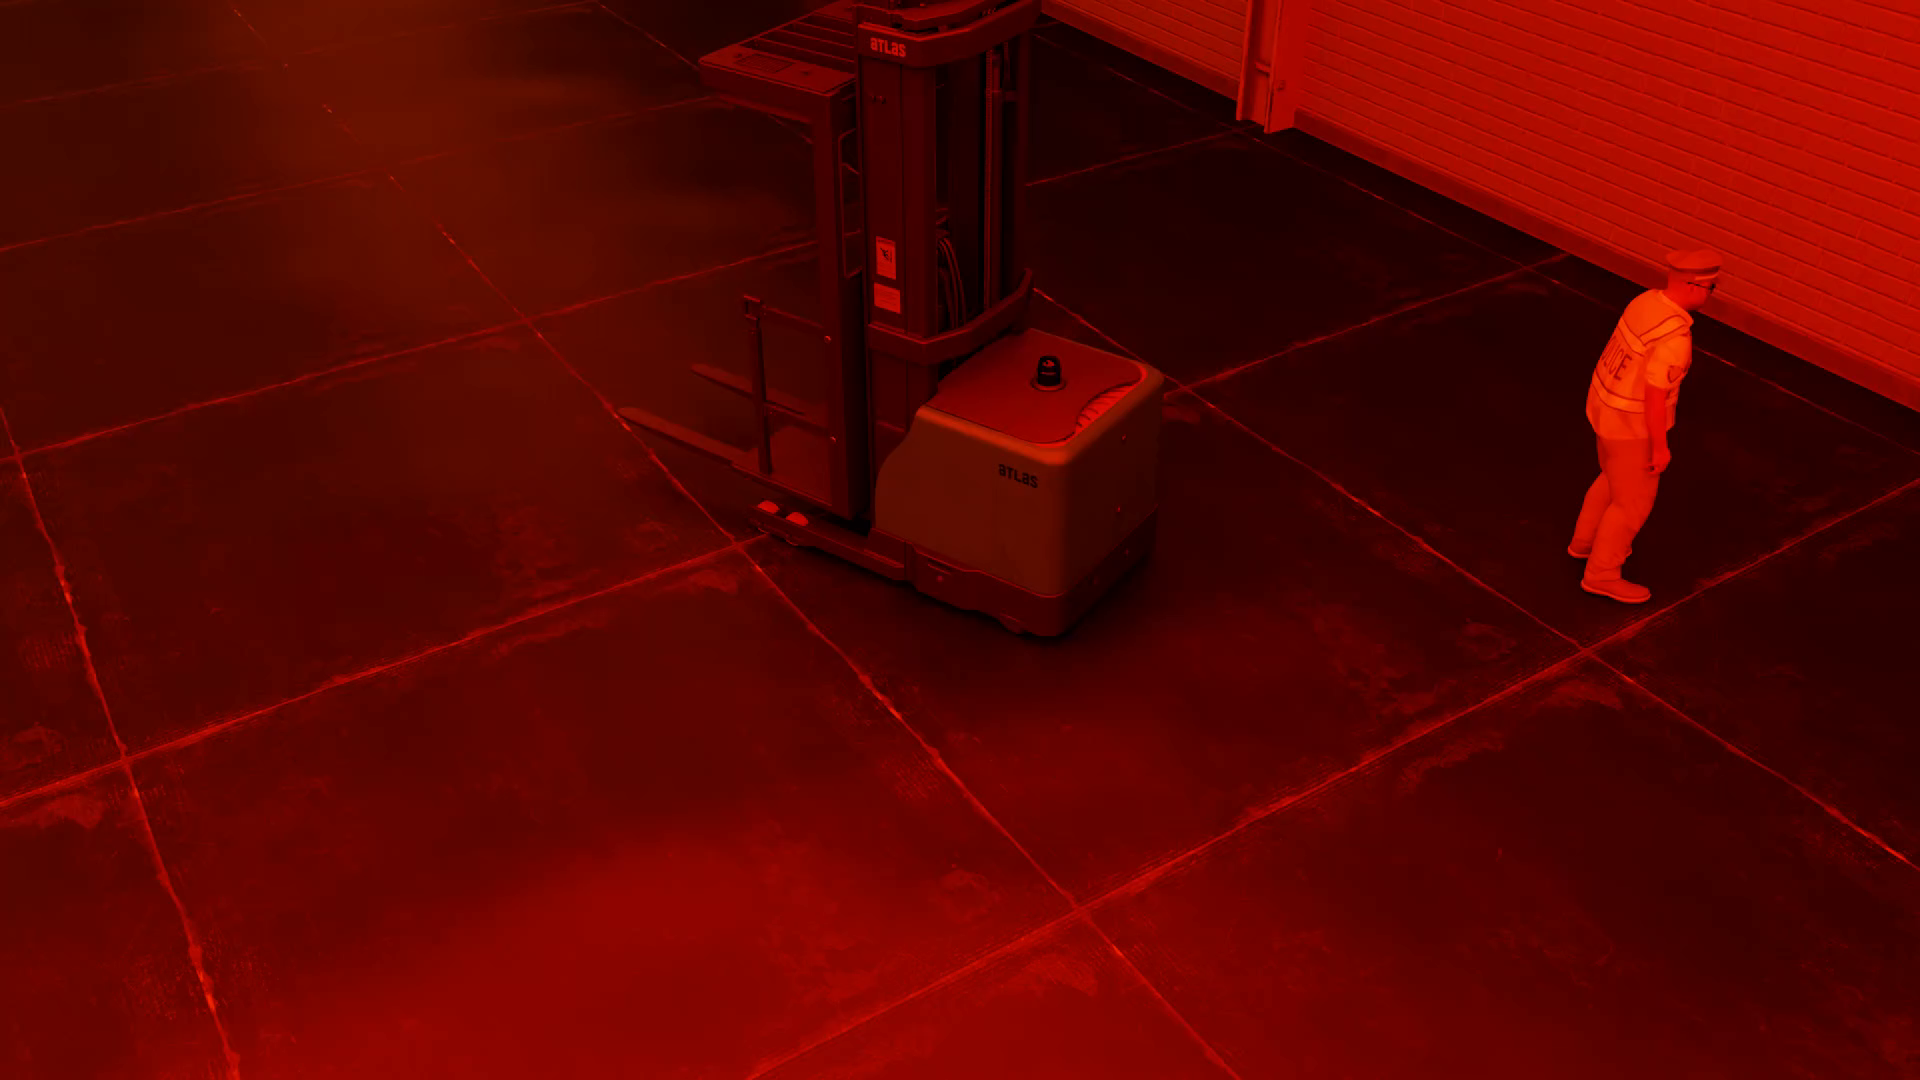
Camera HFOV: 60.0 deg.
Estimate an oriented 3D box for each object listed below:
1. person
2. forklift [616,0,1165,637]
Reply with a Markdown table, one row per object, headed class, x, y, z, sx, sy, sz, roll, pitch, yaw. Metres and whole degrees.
| class | x | y | z | sx | sy | sz | roll | pitch | yaw |
| --- | --- | --- | --- | --- | --- | --- | --- | --- | --- |
| person | 3.240 | -0.570 | 7.987 | 0.432 | 1.748 | 0.597 | 3 | 35 | 4 |
| forklift | -0.500 | -1.399 | 8.138 | 3.031 | 2.935 | 1.130 | 22 | 41 | 28 |
